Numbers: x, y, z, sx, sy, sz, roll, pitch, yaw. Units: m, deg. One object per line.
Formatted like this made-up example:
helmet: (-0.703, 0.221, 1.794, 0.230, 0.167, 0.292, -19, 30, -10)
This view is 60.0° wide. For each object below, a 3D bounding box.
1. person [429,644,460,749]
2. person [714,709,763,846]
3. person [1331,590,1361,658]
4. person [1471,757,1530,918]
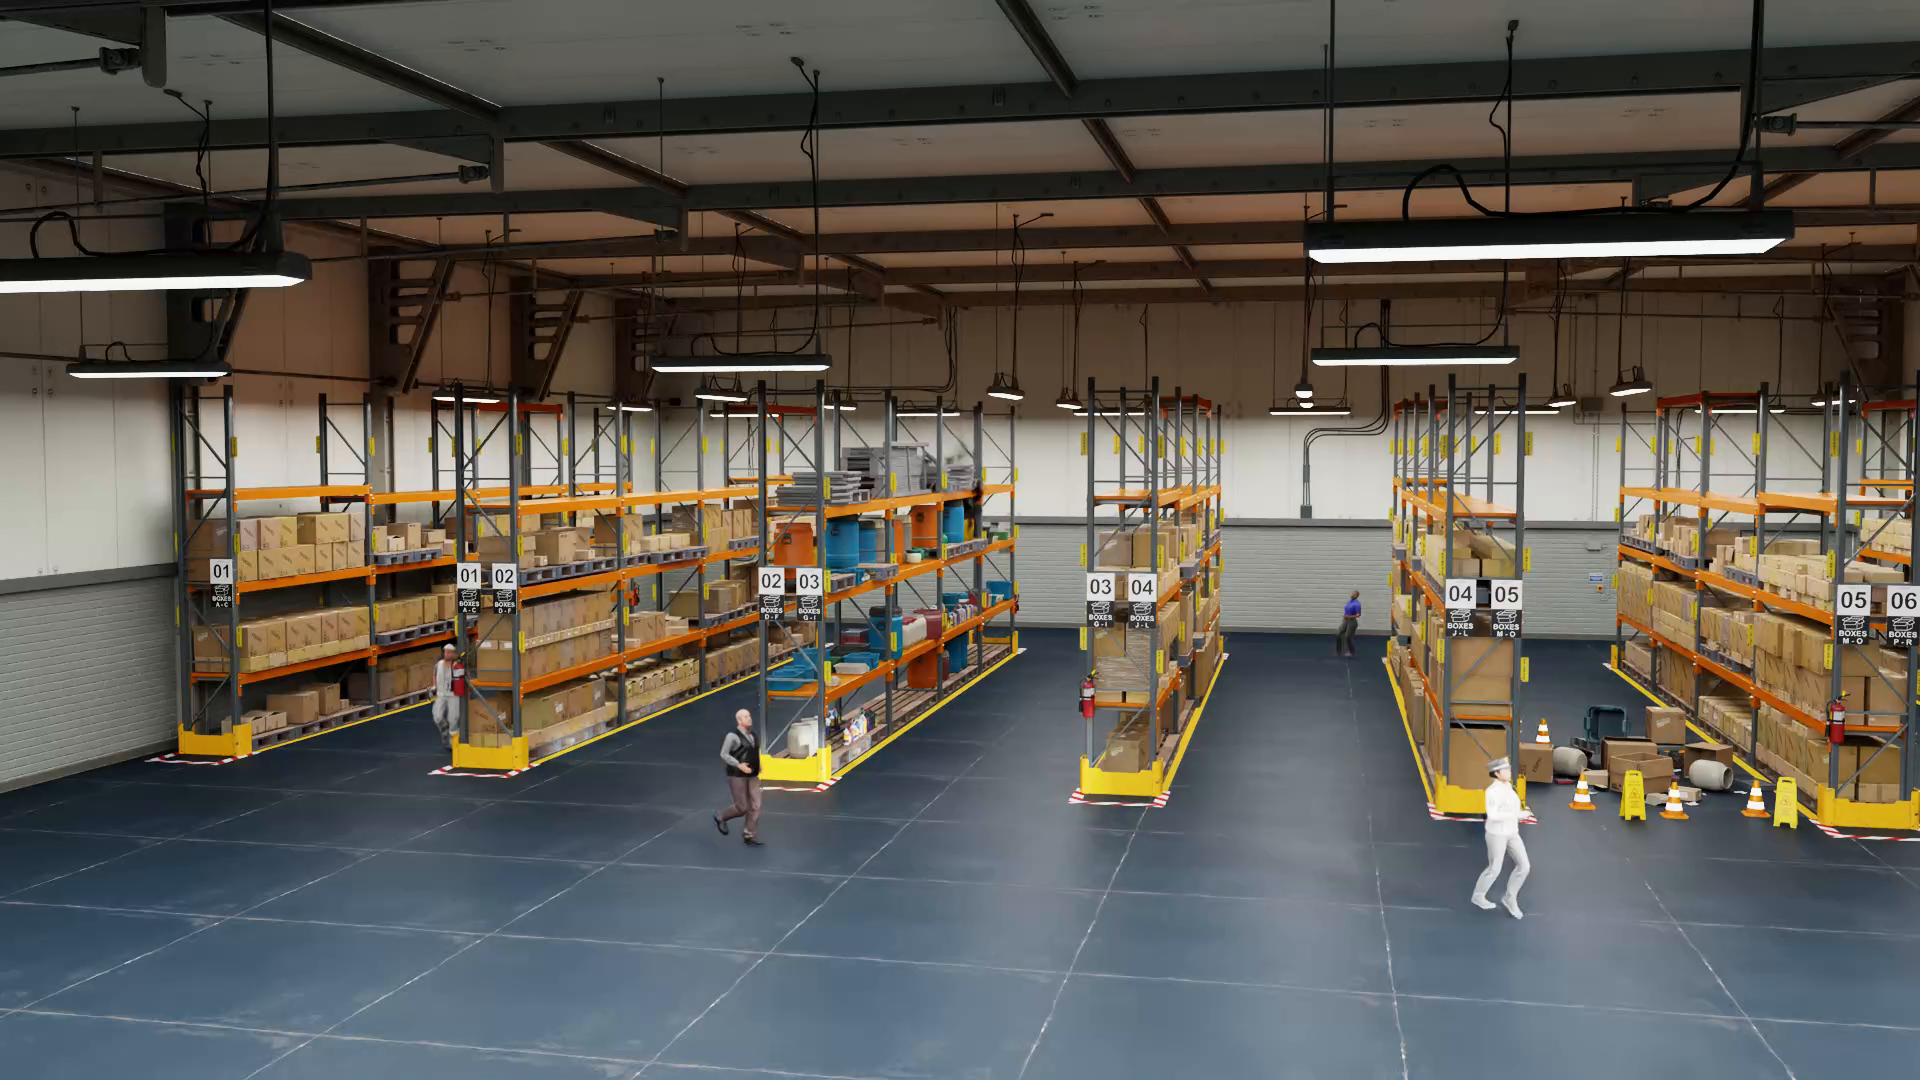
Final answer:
person: (-8.439, 2.585, 27.360, 0.645, 1.741, 0.606, 0, 3, 3)
person: (-2.759, 2.978, 20.968, 0.752, 1.697, 0.657, 2, 4, 35)
person: (9.196, 1.993, 39.362, 0.556, 1.637, 0.662, -2, 4, -27)
person: (5.797, 3.167, 17.731, 0.592, 1.736, 0.683, -3, 4, -40)
